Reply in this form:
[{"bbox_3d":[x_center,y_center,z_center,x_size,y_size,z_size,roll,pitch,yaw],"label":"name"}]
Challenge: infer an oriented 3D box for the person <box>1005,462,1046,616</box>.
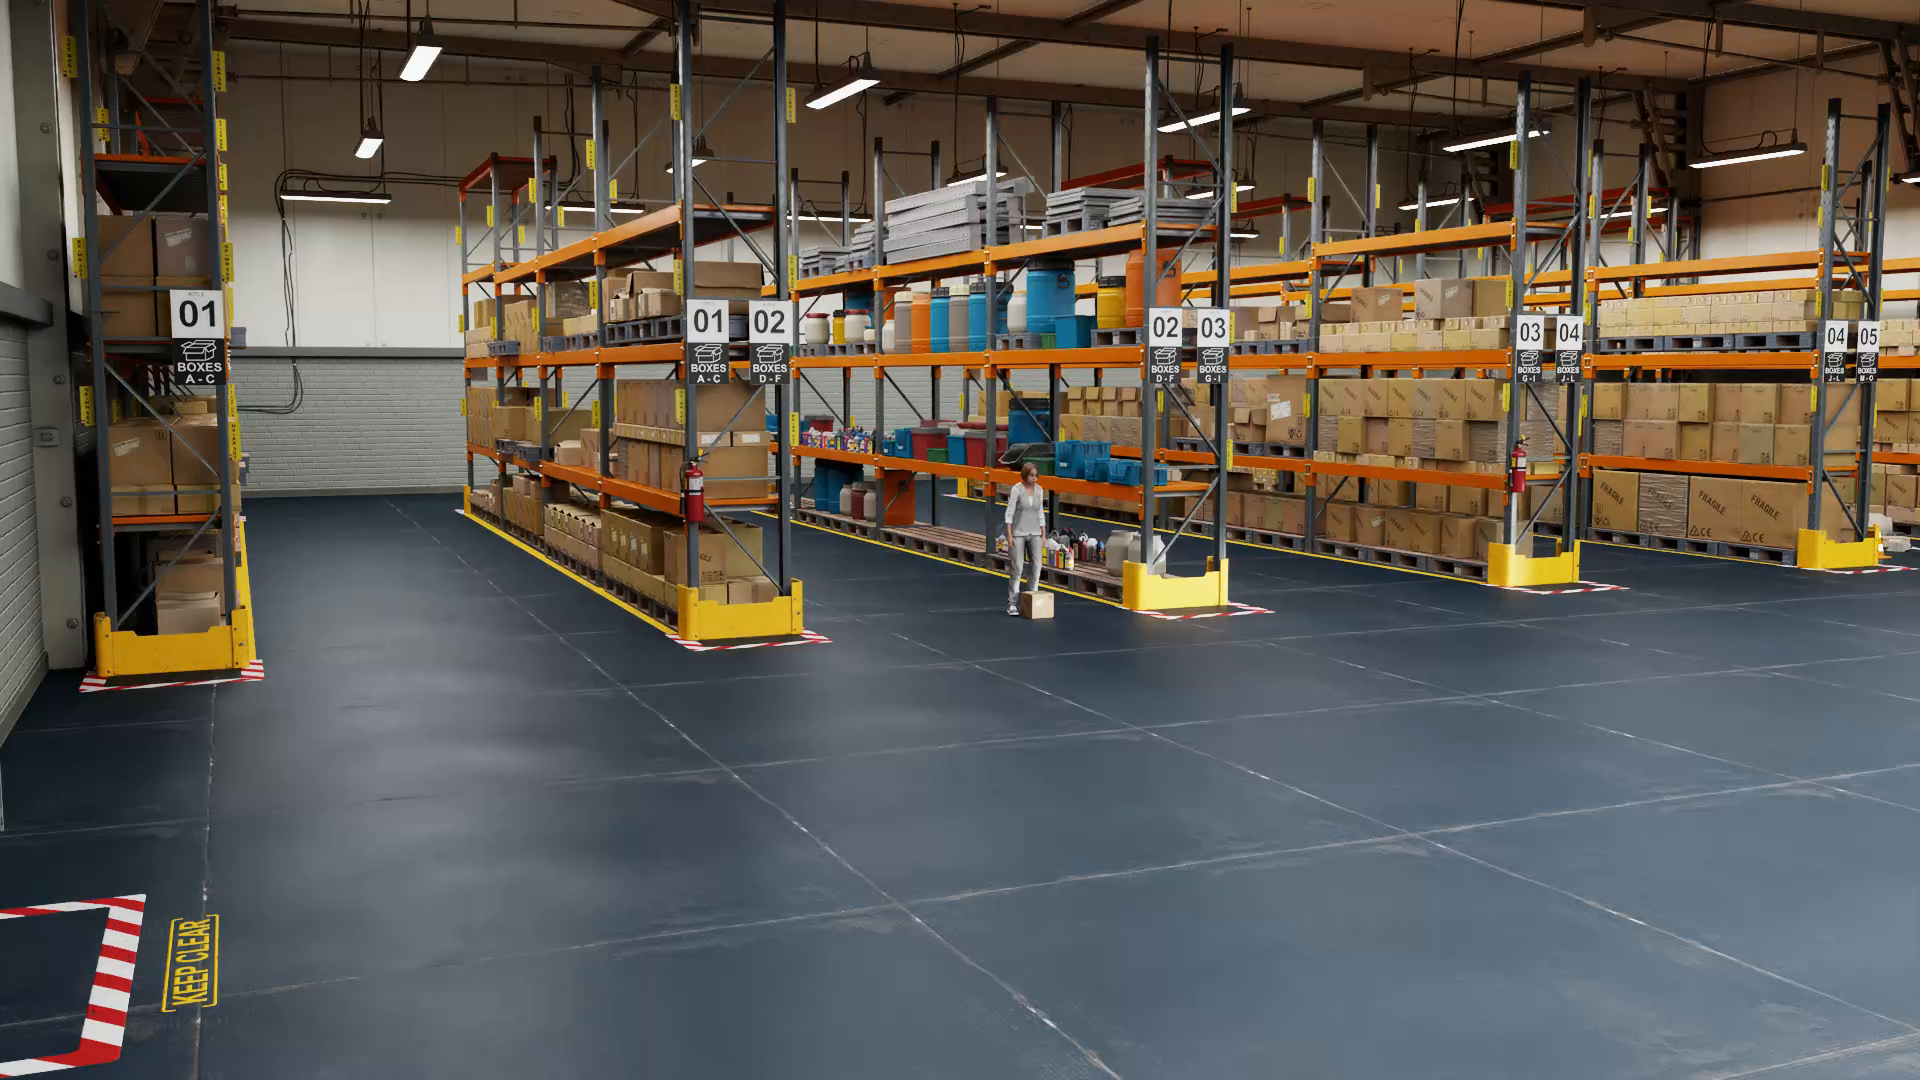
[{"bbox_3d":[0.691,-0.019,17.412,0.459,1.593,0.346,-3,6,-24],"label":"person"}]
